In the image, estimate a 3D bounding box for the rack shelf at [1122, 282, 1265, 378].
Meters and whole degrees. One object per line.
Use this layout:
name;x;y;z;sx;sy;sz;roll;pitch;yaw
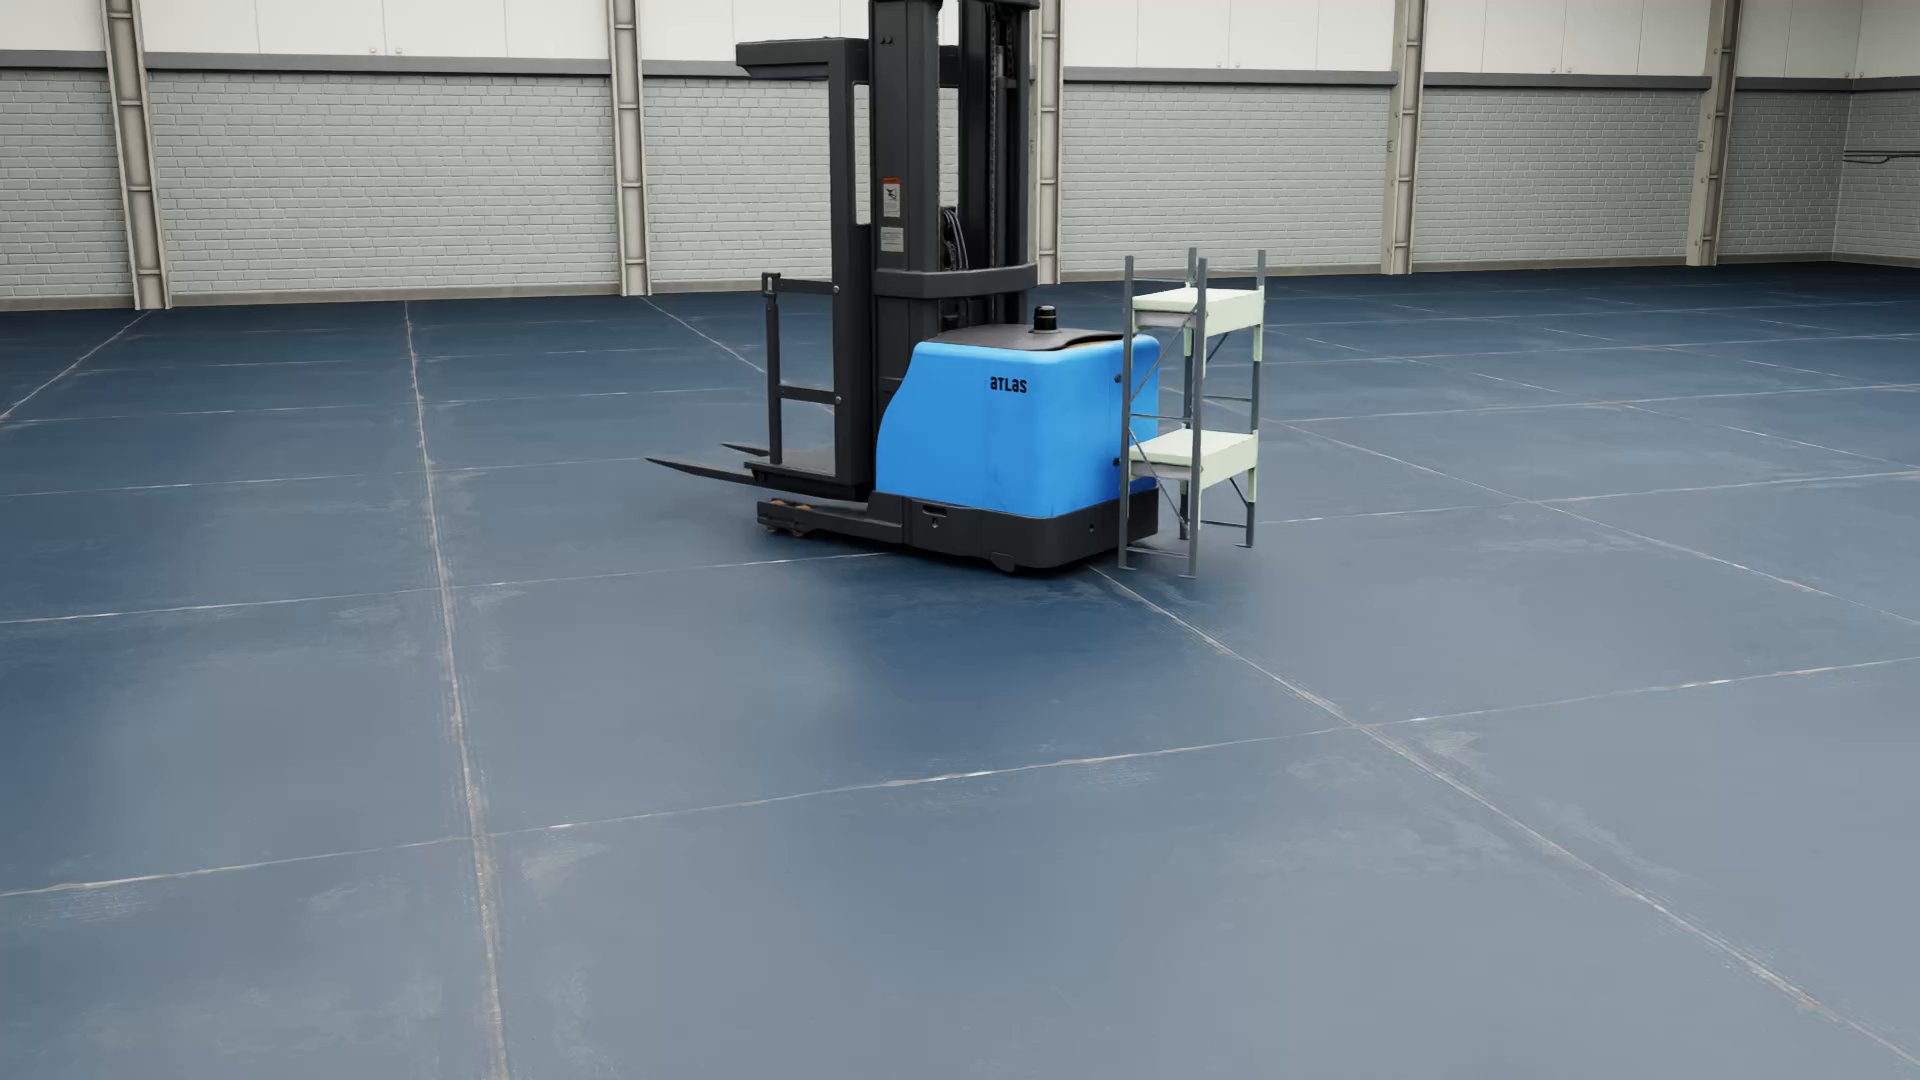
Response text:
rack shelf;1.132;-1.021;8.006;0.431;0.370;0.720;8;16;30

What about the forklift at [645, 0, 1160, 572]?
forklift;-0.452;-1.528;8.732;3.031;2.935;1.130;11;17;38

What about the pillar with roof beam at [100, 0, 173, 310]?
pillar with roof beam;-8.753;-6.348;15.883;0.400;9.000;9.100;-4;14;-18

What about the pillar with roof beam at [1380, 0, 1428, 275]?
pillar with roof beam;8.307;-7.676;21.468;0.400;9.000;9.100;-4;14;-18

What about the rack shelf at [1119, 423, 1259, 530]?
rack shelf;1.132;-0.324;8.172;0.431;0.370;0.720;8;16;30

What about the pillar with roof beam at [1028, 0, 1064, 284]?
pillar with roof beam;2.621;-7.233;19.607;0.400;9.000;9.100;-4;14;-18

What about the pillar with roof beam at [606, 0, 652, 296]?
pillar with roof beam;-3.066;-6.791;17.745;0.400;9.000;9.100;-4;14;-18

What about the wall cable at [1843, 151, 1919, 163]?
wall cable;15.835;-7.480;27.354;0.112;2.526;3.097;-4;14;-18

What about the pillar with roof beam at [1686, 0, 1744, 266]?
pillar with roof beam;13.994;-8.119;23.330;0.400;9.000;9.100;-4;14;-18

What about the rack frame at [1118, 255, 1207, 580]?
rack frame;0.943;-0.569;7.791;0.400;1.500;0.023;8;16;30

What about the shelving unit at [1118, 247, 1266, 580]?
shelving unit;1.132;-0.641;8.096;0.431;1.500;0.755;8;16;30

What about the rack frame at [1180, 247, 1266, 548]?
rack frame;1.321;-0.714;8.401;0.400;1.500;0.023;8;16;30
